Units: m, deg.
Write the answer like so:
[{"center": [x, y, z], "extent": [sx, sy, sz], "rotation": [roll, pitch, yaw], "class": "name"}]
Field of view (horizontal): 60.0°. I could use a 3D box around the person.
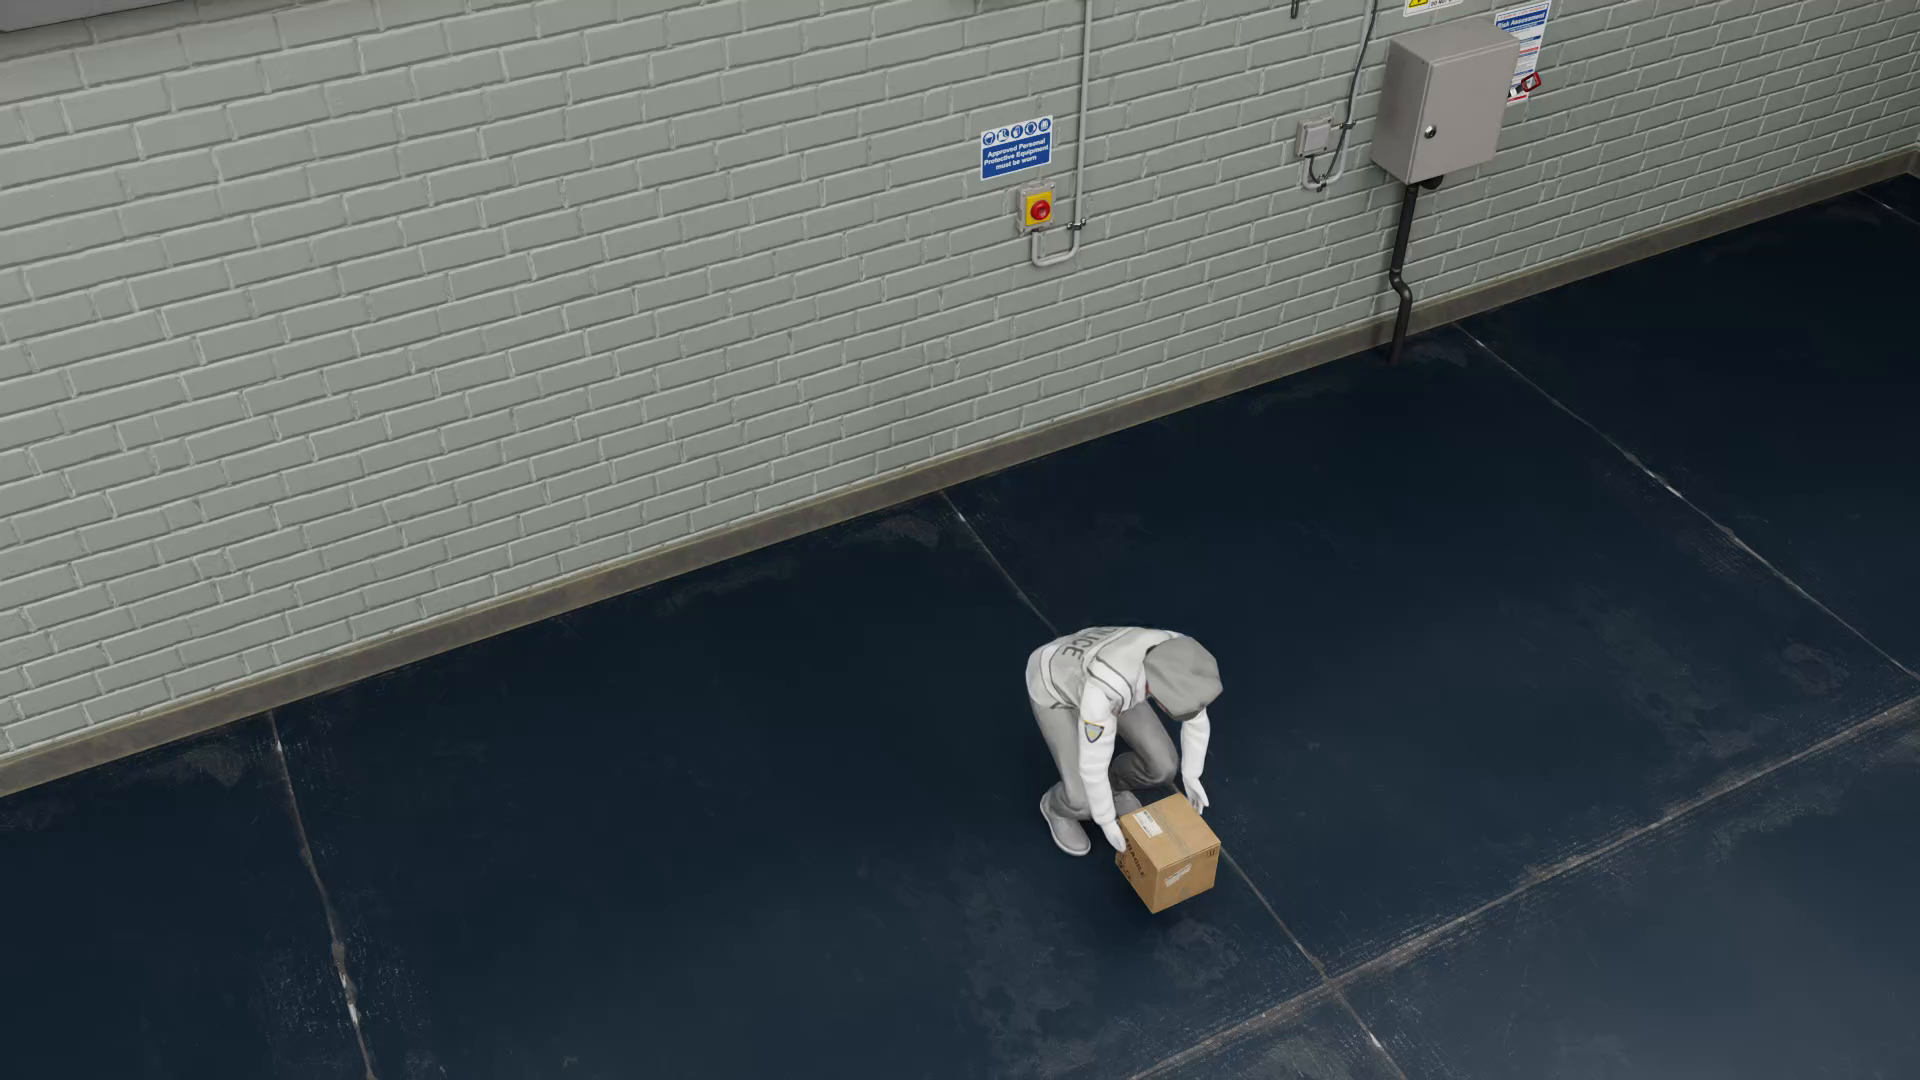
[{"center": [0.571, 0.654, 5.801], "extent": [0.520, 1.163, 0.789], "rotation": [-19, 45, -20], "class": "person"}]
